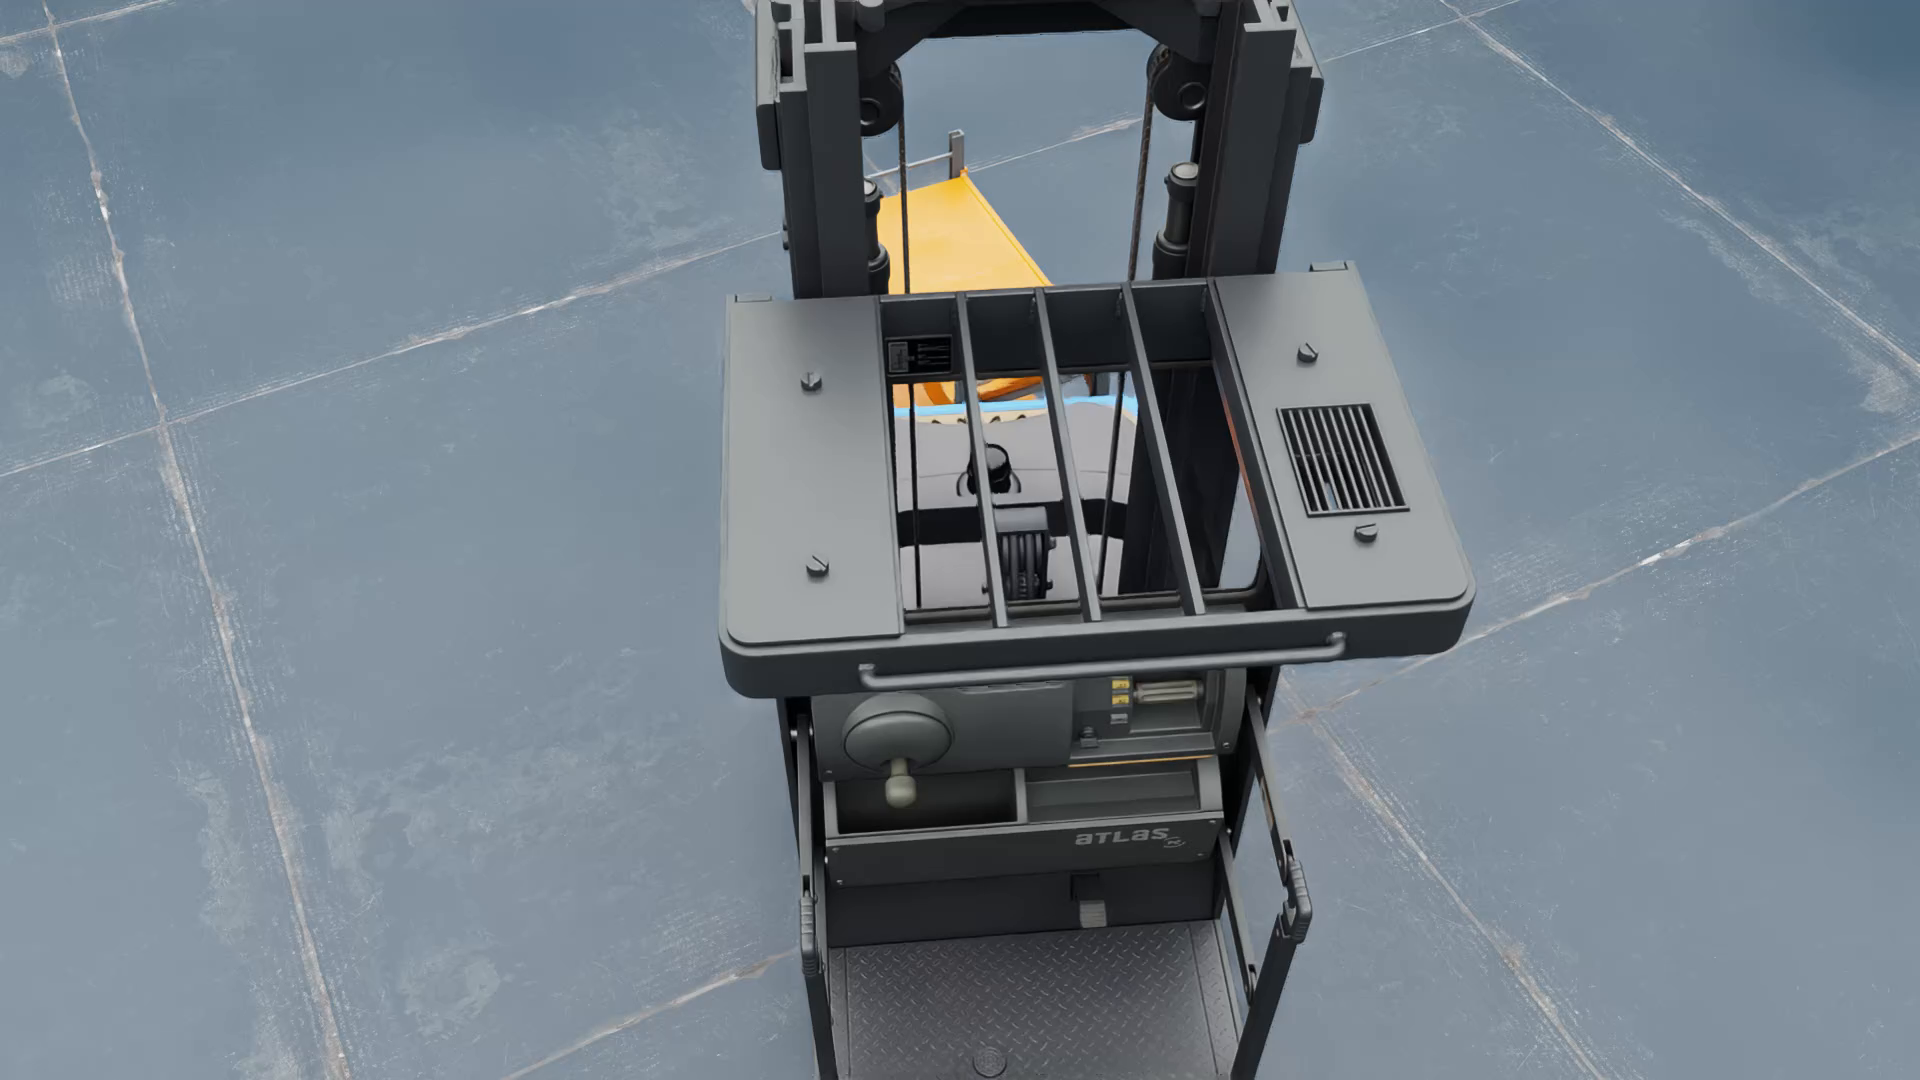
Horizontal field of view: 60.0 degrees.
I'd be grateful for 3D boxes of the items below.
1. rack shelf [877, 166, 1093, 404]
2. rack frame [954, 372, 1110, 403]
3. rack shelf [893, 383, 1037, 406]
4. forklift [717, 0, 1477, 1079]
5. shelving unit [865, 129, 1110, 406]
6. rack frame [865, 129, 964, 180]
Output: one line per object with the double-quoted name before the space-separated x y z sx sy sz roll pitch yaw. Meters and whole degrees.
"rack shelf" -0.001 -0.727 5.250 0.538 0.278 1.000 -20 52 -16
"rack frame" 0.216 -0.188 5.167 0.500 1.125 0.032 -20 52 -16
"rack shelf" -0.001 -0.373 5.654 0.538 0.278 1.000 -20 52 -16
"forklift" 0.168 0.458 3.403 1.130 2.935 3.031 -4 49 -3
"shelving unit" -0.001 -0.534 5.470 0.538 1.125 1.048 -20 52 -16
"rack frame" -0.218 -0.880 5.772 0.500 1.125 0.032 -20 52 -16
